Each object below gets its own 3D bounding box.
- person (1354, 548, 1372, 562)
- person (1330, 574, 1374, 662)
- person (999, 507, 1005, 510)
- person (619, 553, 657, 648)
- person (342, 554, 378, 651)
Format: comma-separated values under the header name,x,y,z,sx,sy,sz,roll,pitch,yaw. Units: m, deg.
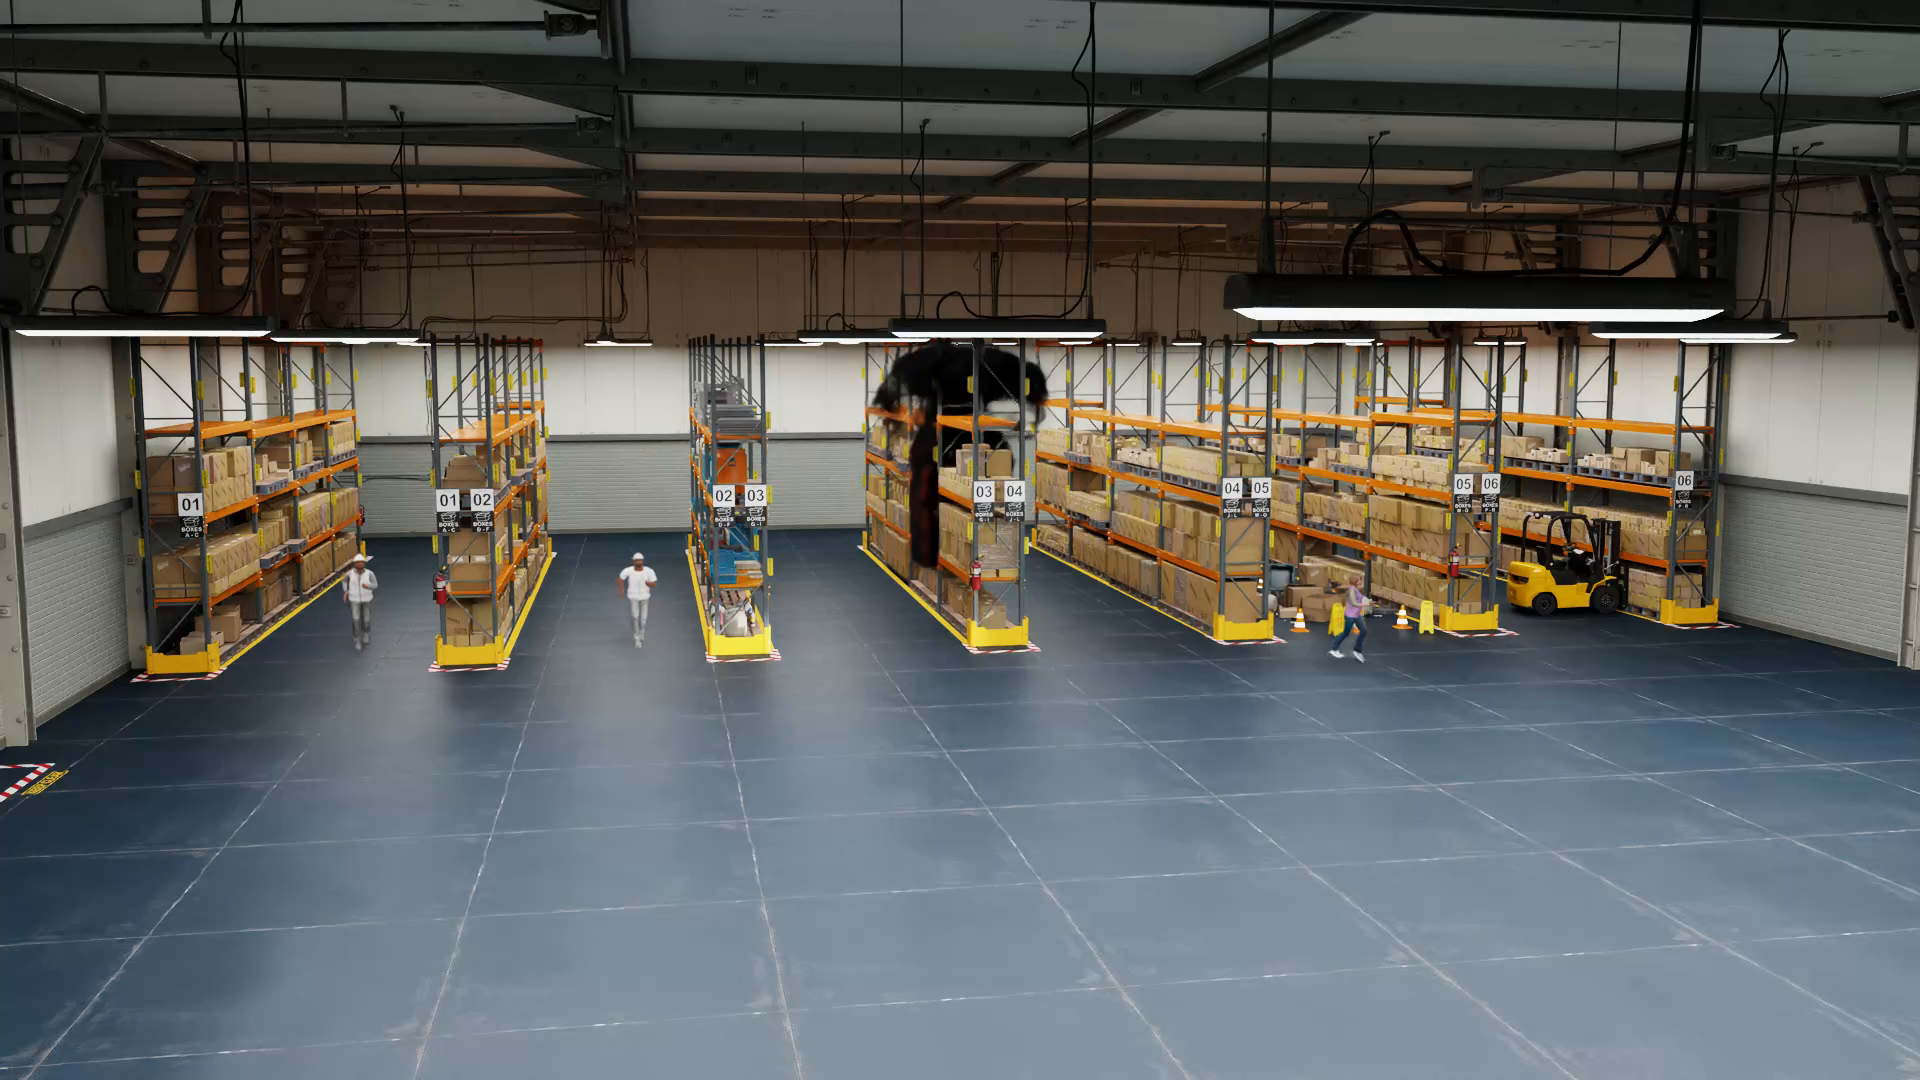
name,x,y,z,sx,sy,sz,roll,pitch,yaw
person,10.300,0.091,42.537,0.542,1.558,0.546,-2,7,-17
person,7.214,1.431,30.570,0.785,1.640,0.503,4,8,30
person,1.020,-0.552,47.758,0.640,1.622,0.544,0,7,3
person,-6.209,1.134,32.182,0.692,1.781,0.922,-2,7,-20
person,-11.487,1.167,31.881,0.645,1.785,0.904,-3,7,-21
